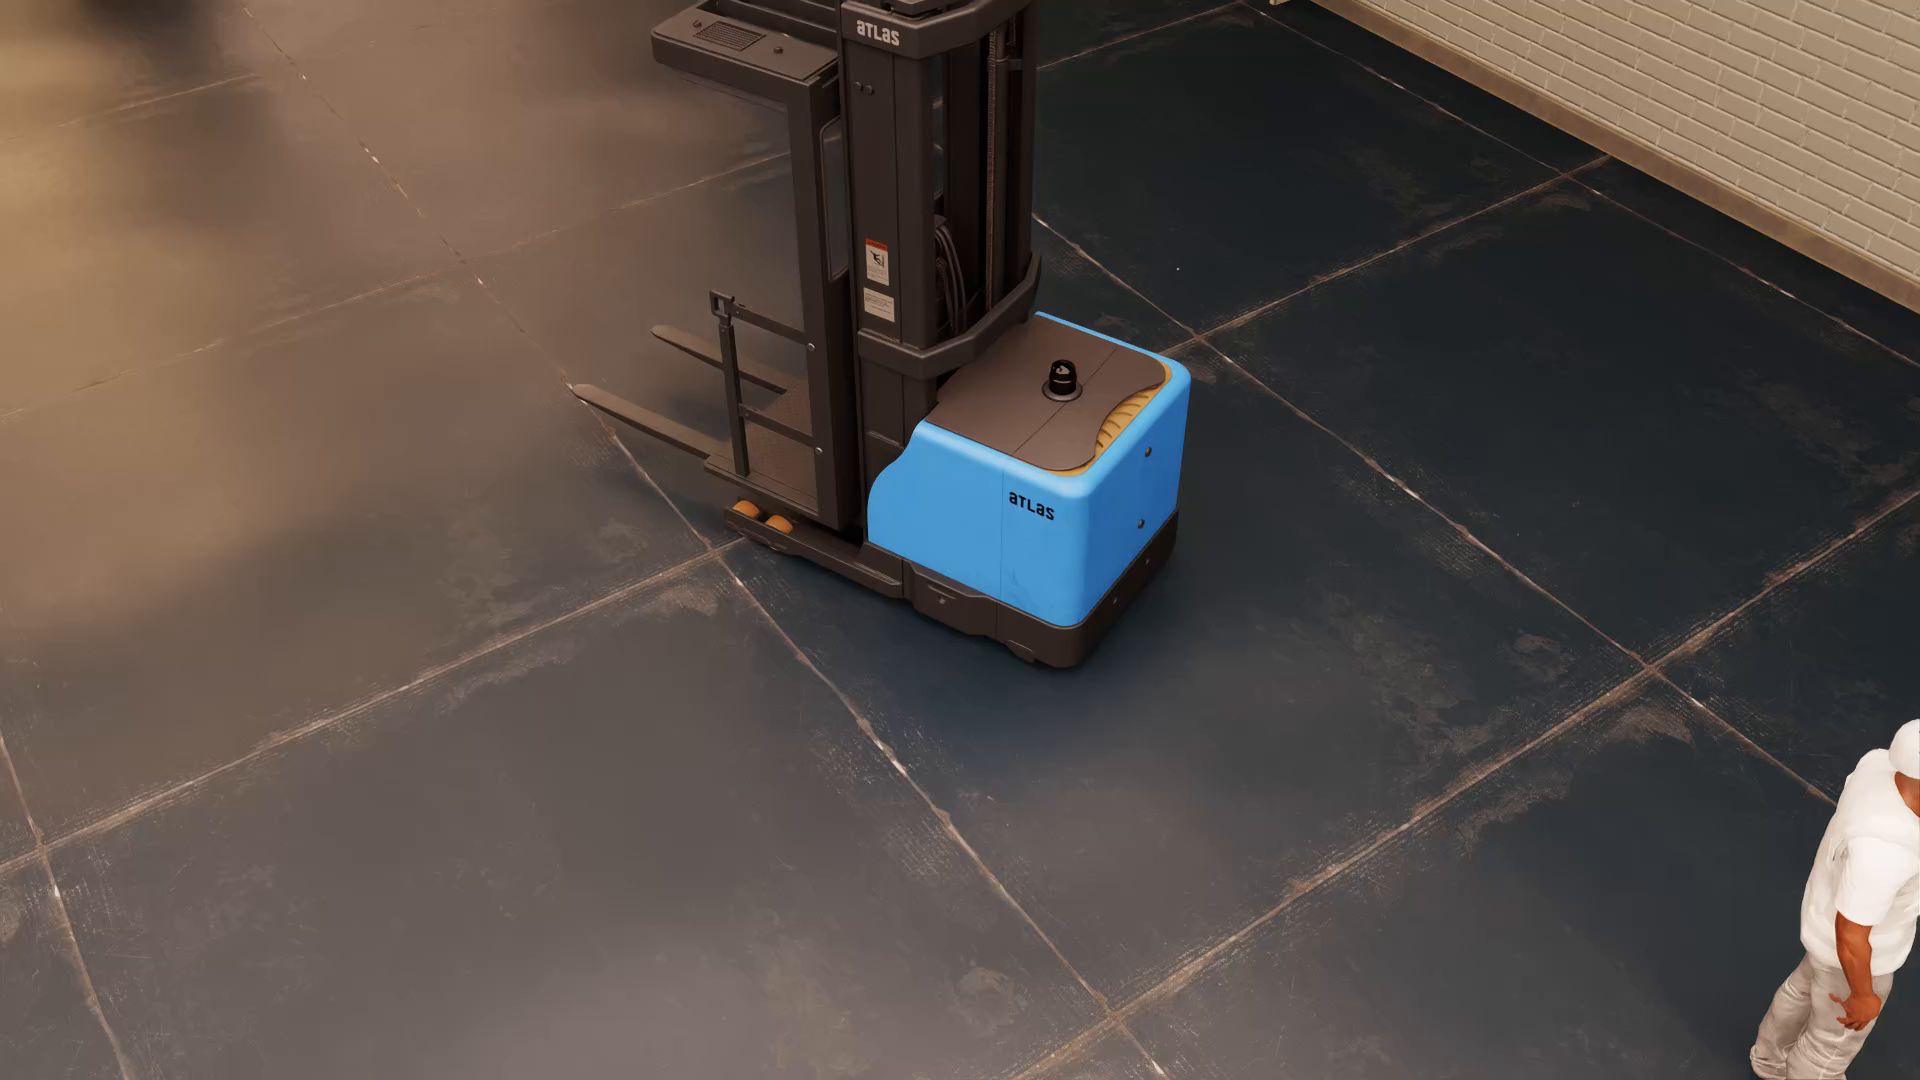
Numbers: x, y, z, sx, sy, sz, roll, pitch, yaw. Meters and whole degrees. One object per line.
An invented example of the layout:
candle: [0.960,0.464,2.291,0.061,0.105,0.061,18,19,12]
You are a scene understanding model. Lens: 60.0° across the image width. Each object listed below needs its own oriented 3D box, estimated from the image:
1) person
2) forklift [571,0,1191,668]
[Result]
person: [2.896,1.241,5.218,0.574,1.769,0.665,19,46,19]
forklift: [-0.511,-1.302,7.129,3.031,2.935,1.130,24,48,24]
